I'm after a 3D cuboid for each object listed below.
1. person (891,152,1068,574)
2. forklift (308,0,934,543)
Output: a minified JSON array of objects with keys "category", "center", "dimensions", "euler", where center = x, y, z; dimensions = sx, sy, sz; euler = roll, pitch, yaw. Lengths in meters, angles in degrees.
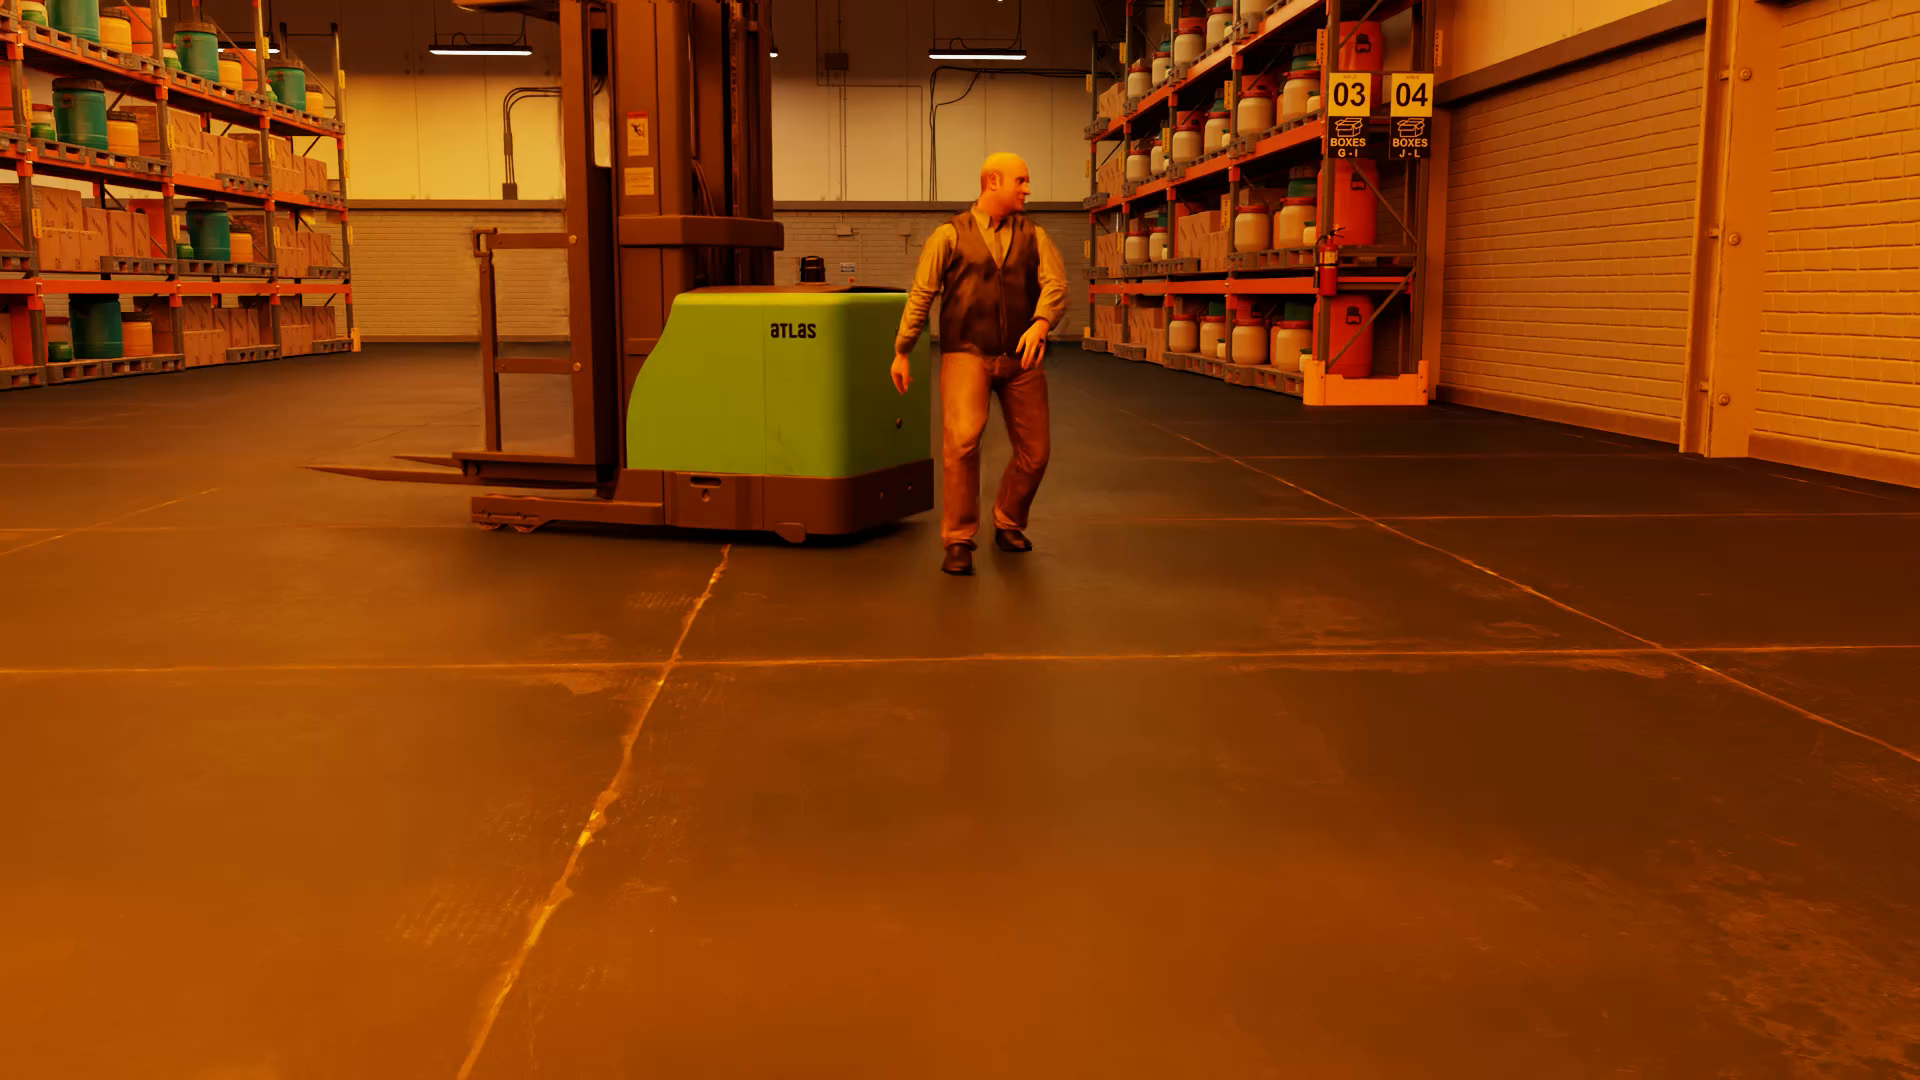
[{"category":"person","center":[0.084,-0.730,6.694],"dimensions":[0.695,1.637,0.785],"euler":[-2,9,-16]},{"category":"forklift","center":[-1.691,-1.550,7.768],"dimensions":[3.031,2.935,1.130],"euler":[3,9,22]}]
